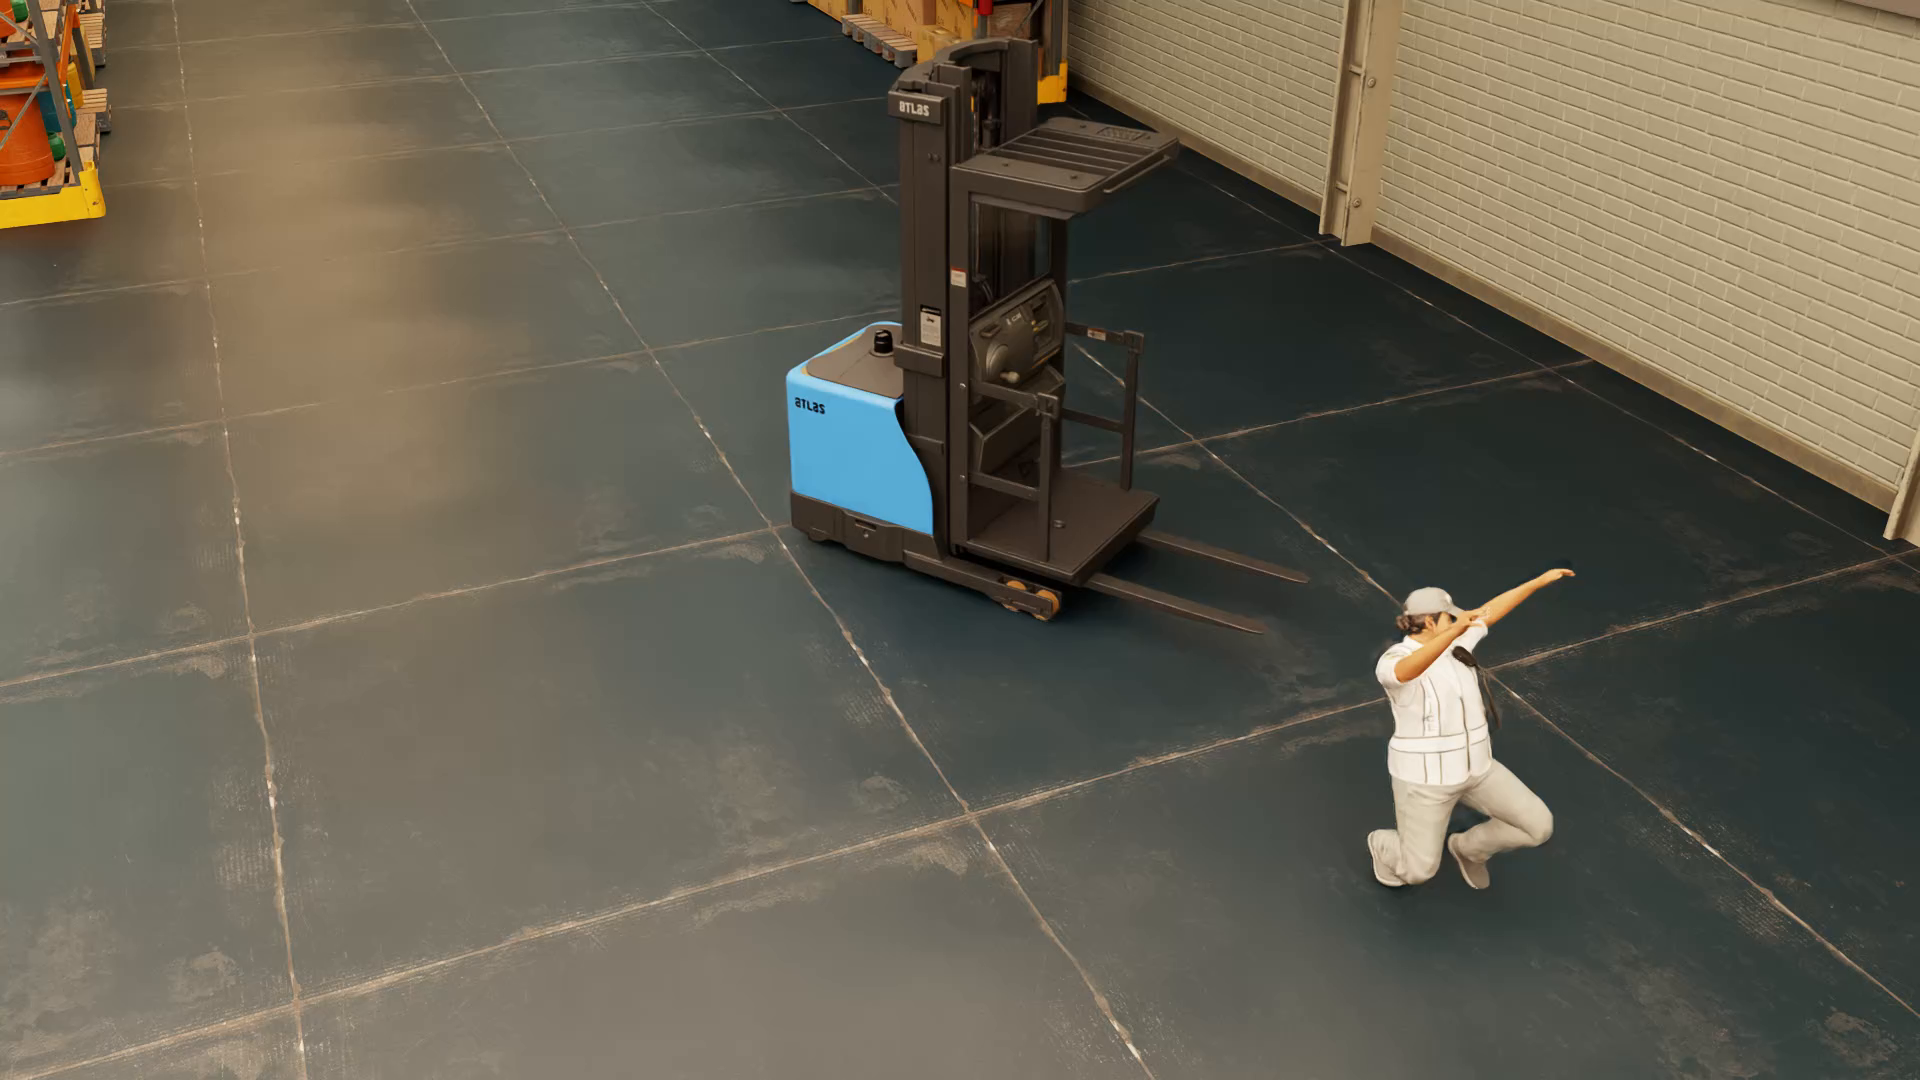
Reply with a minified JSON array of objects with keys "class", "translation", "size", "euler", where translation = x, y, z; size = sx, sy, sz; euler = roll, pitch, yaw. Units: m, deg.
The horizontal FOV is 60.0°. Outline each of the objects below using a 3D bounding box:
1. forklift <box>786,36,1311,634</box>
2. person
[{"class":"forklift","translation":[0.496,-1.124,9.086],"size":[3.031,2.935,1.130],"euler":[17,34,27]},{"class":"person","translation":[2.211,0.833,7.075],"size":[0.996,1.583,0.770],"euler":[-14,33,-24]}]
